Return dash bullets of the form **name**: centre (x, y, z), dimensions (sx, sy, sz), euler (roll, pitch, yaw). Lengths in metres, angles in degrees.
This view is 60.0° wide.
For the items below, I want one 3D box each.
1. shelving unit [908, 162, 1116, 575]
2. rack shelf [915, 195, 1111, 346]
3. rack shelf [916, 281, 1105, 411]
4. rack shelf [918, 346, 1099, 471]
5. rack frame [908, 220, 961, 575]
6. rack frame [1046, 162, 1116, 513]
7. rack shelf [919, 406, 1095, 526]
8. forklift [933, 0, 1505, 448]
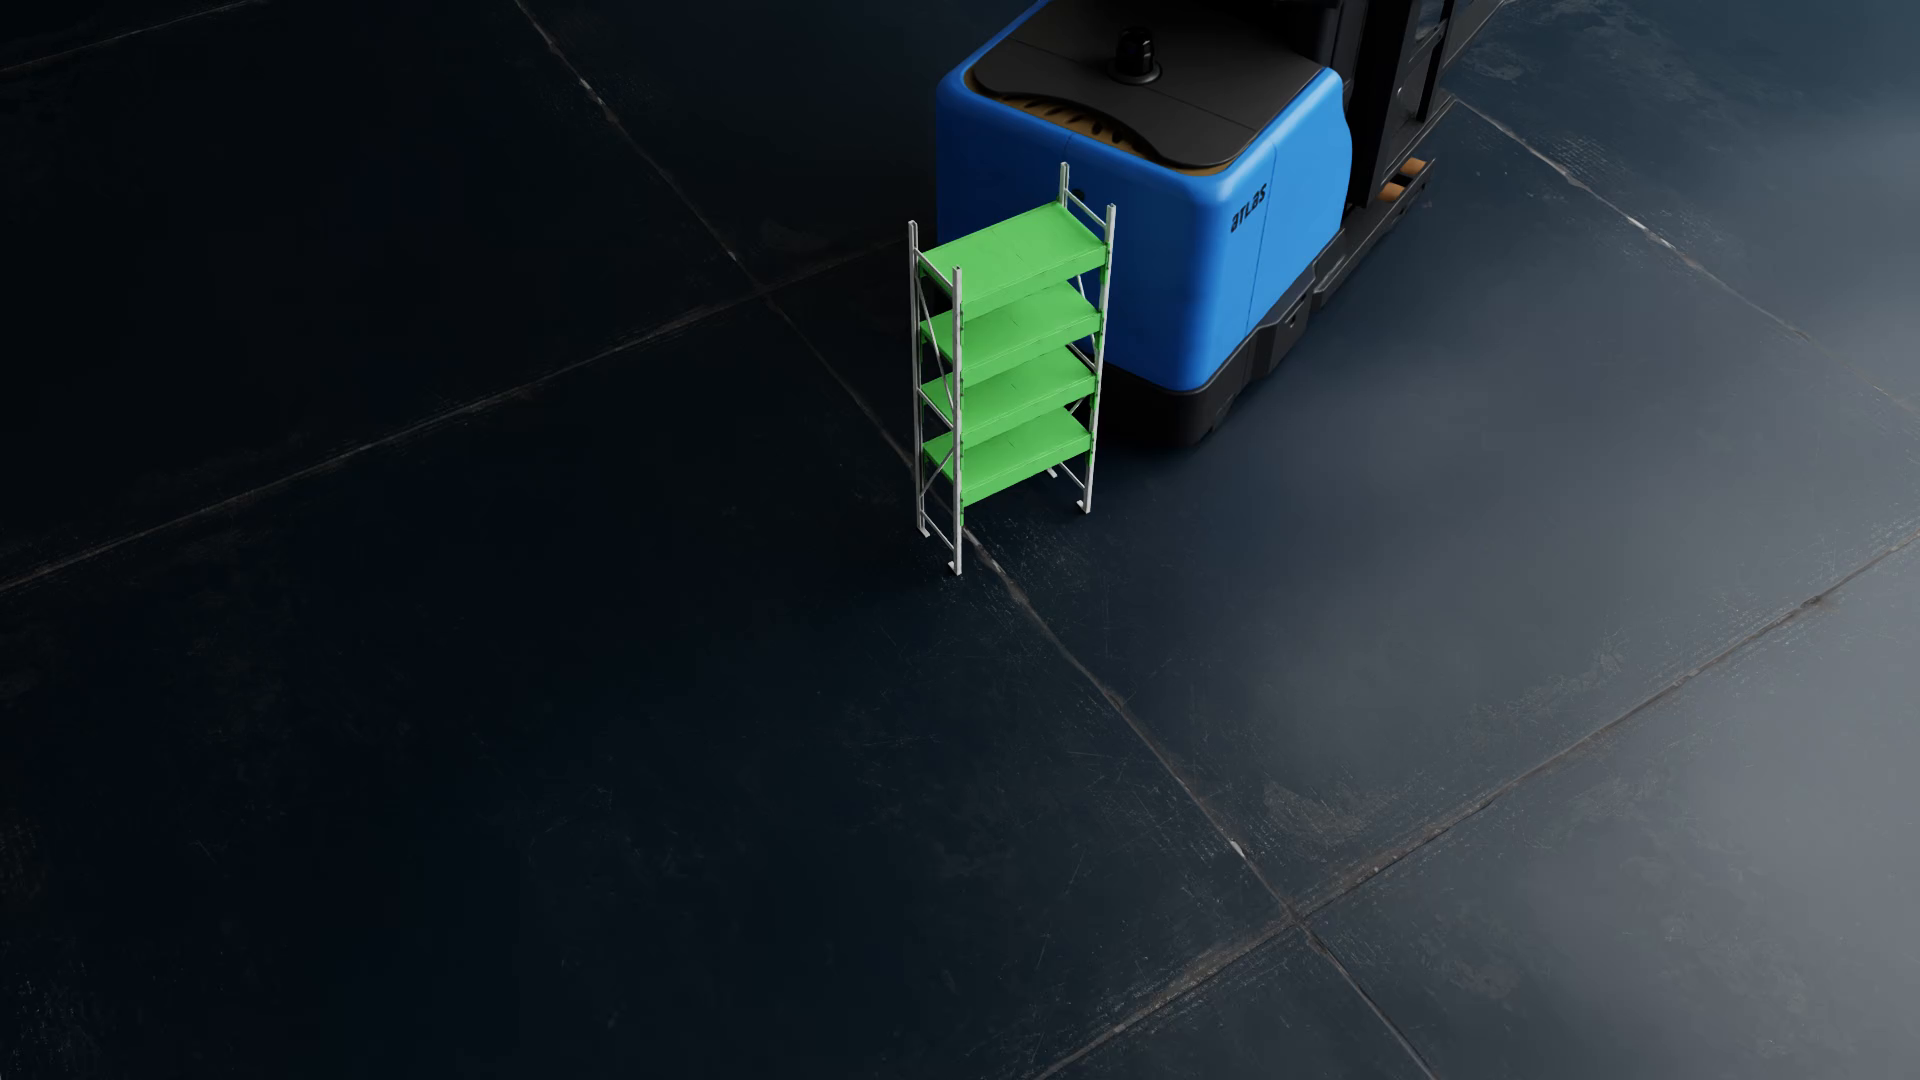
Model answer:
- **shelving unit**: centre (0.140, -0.465, 4.861), dimensions (0.503, 1.200, 0.258), euler (-25, 53, -21)
- **rack shelf**: centre (0.140, -0.742, 4.550), dimensions (0.480, 0.148, 0.258), euler (-25, 53, -21)
- **rack shelf**: centre (0.140, -0.582, 4.729), dimensions (0.480, 0.148, 0.258), euler (-25, 53, -21)
- **rack shelf**: centre (0.140, -0.422, 4.908), dimensions (0.480, 0.148, 0.258), euler (-25, 53, -21)
- **rack frame**: centre (-0.066, -0.368, 4.774), dimensions (0.015, 1.200, 0.240), euler (-25, 53, -21)
- **rack frame**: centre (0.346, -0.562, 4.947), dimensions (0.015, 1.200, 0.240), euler (-25, 53, -21)
- **rack shelf**: centre (0.140, -0.263, 5.088), dimensions (0.480, 0.148, 0.258), euler (-25, 53, -21)
- **forklift**: centre (1.161, -2.346, 5.377), dimensions (1.130, 2.935, 3.031), euler (27, 54, 22)
